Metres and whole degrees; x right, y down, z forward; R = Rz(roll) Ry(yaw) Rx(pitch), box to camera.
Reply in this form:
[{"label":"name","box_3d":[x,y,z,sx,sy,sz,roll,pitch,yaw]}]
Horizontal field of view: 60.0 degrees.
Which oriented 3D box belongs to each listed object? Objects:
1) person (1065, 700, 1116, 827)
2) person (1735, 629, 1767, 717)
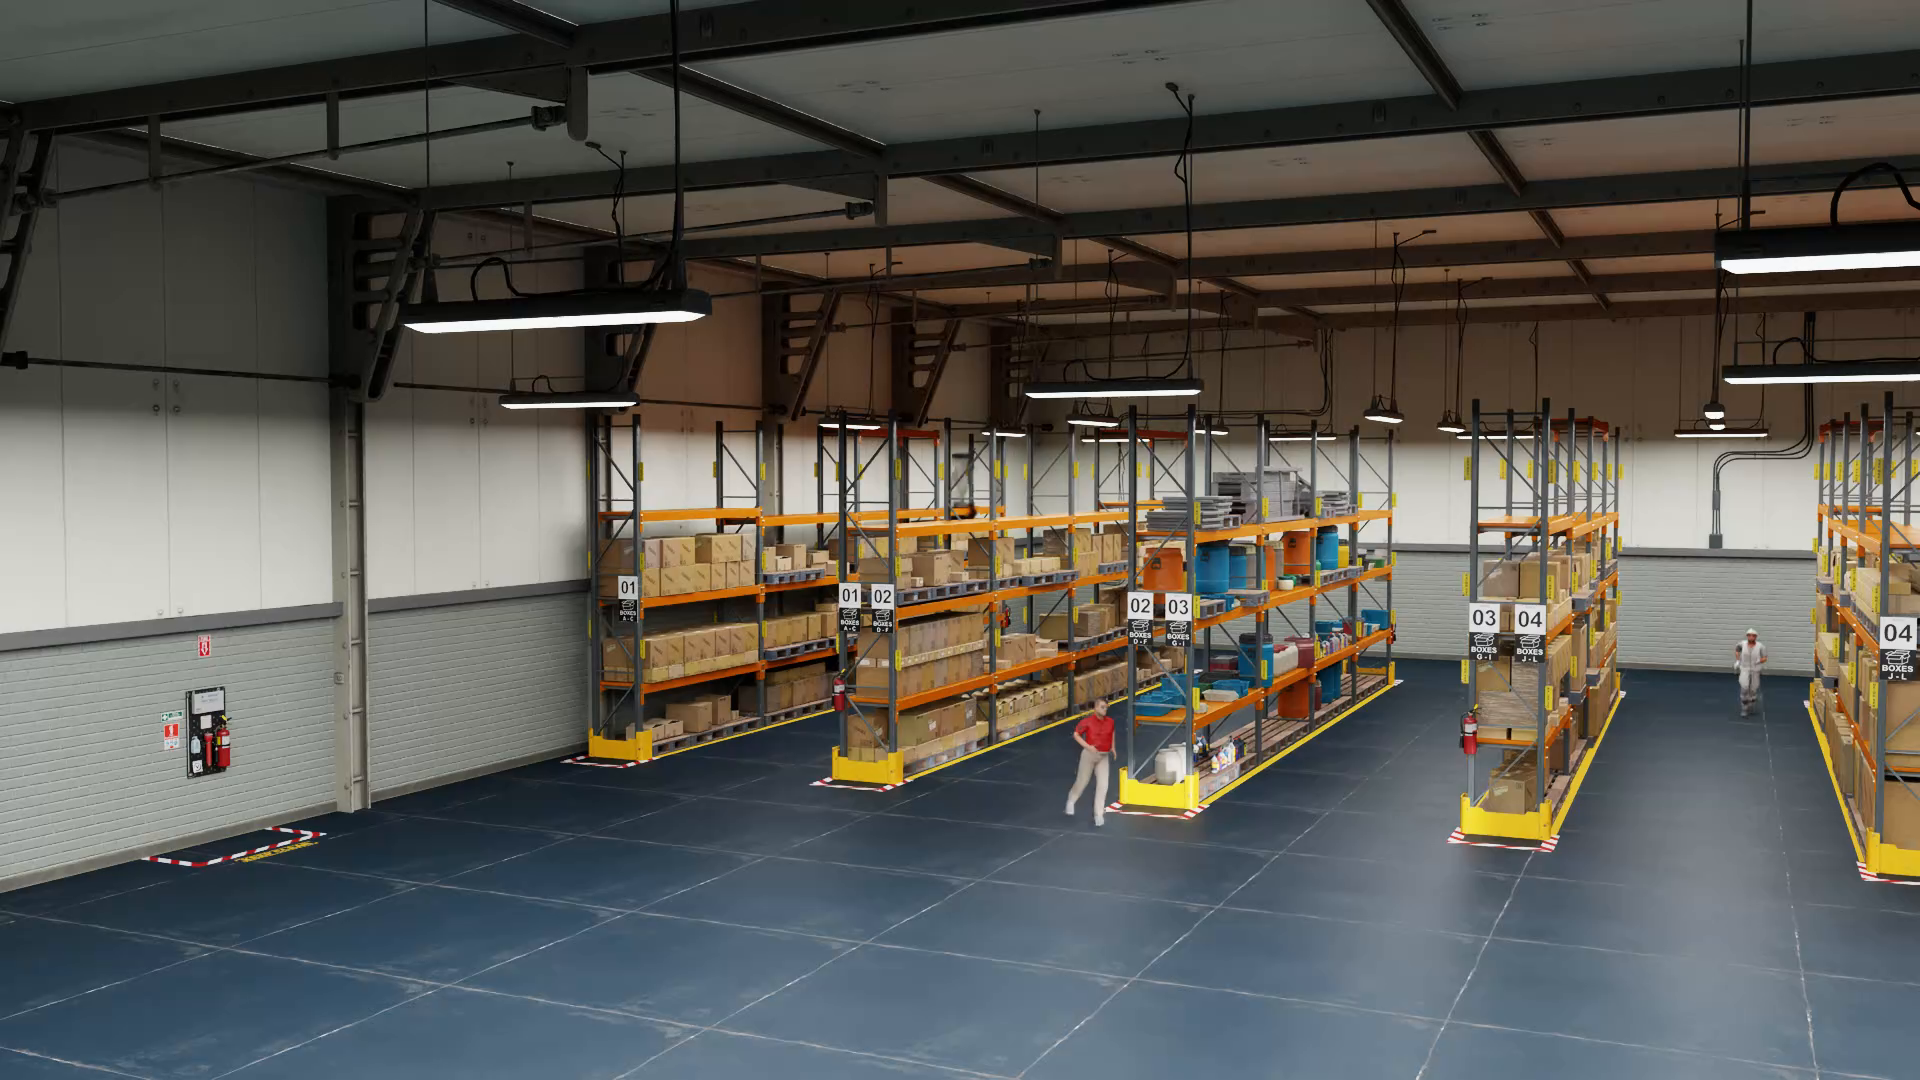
[{"label":"person","box_3d":[1.959,3.164,23.885,0.746,1.734,0.925,-1,2,-18]},{"label":"person","box_3d":[16.242,2.719,34.167,0.586,1.818,0.900,1,3,21]}]
